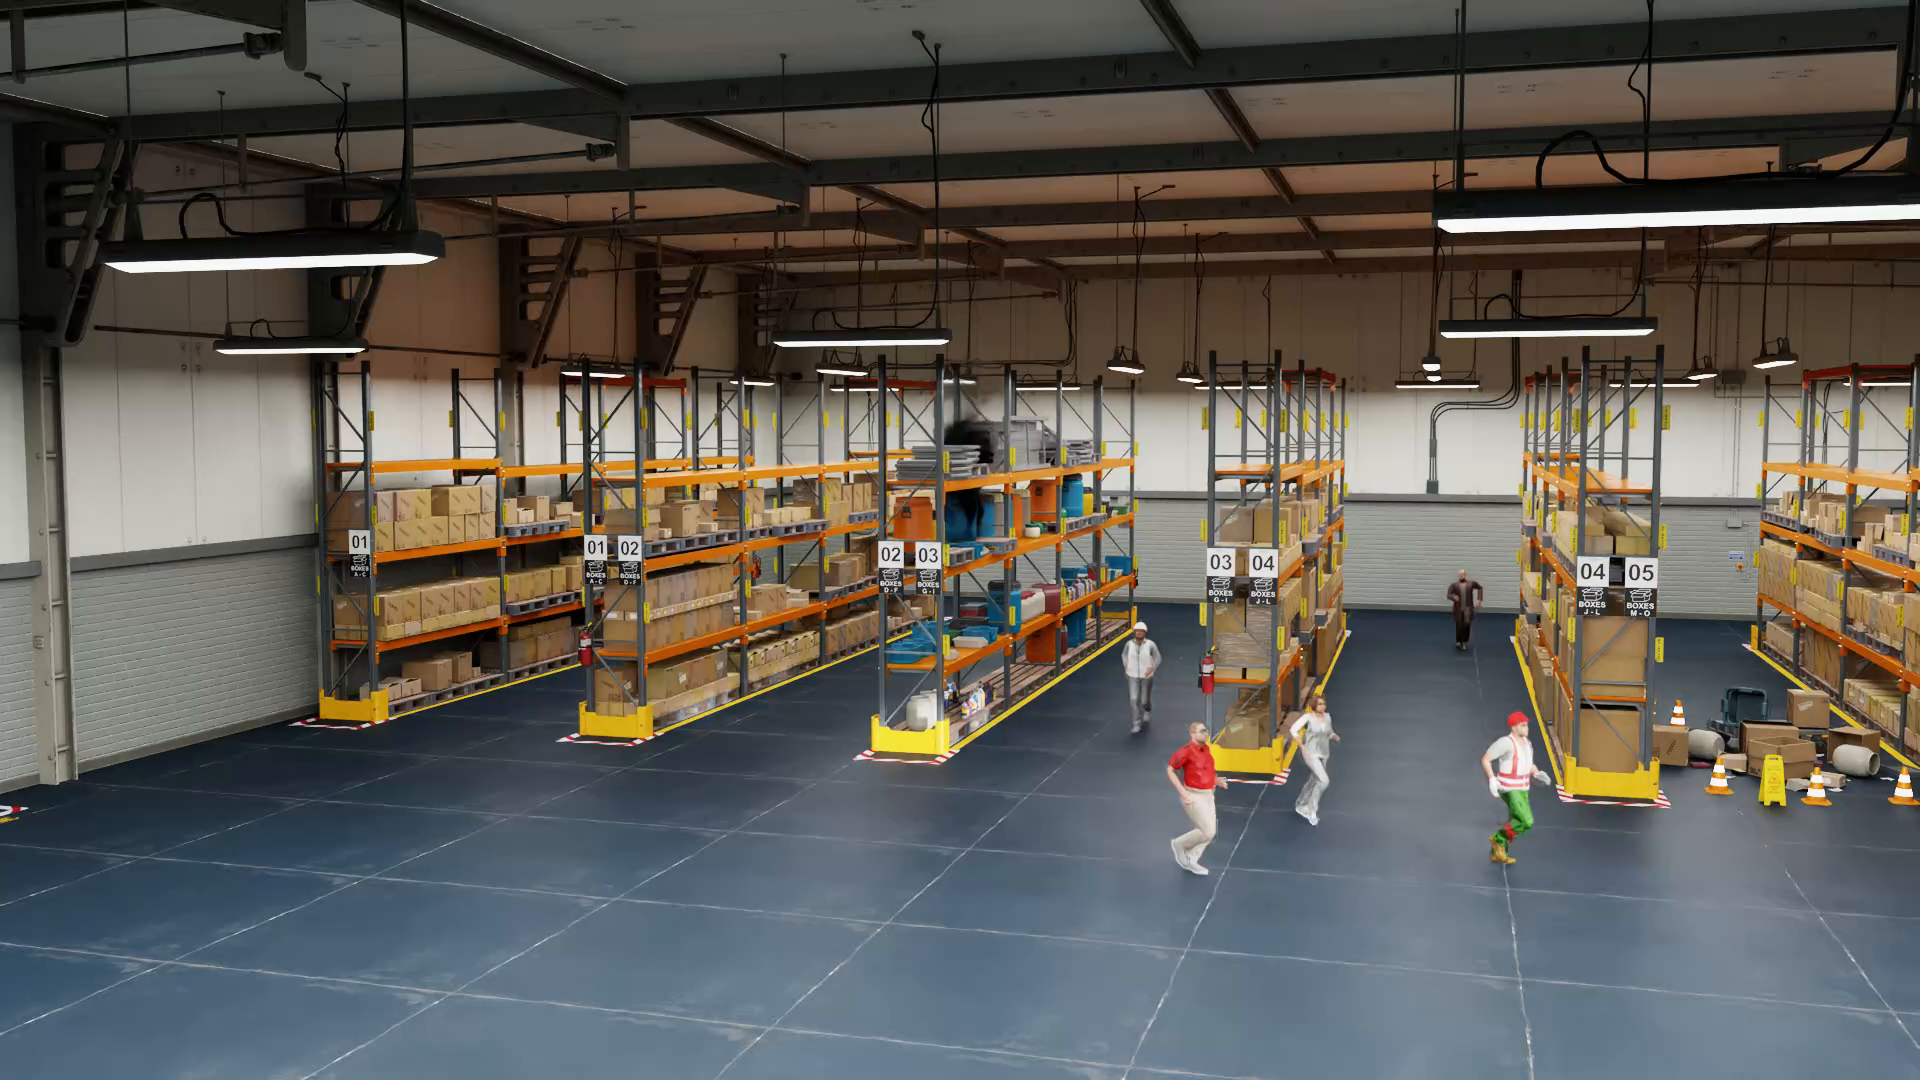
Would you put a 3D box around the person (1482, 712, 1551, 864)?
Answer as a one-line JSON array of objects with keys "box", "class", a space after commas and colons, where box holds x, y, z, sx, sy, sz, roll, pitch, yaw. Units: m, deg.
[{"box": [6.241, 2.792, 18.616, 0.662, 1.736, 0.674, -3, 5, -39], "class": "person"}]

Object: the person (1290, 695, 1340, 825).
[{"box": [4.458, 2.734, 20.748, 0.507, 1.620, 0.679, -2, 5, -31], "class": "person"}]

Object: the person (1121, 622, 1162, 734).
[{"box": [2.939, 2.207, 27.008, 0.673, 1.772, 0.849, 1, 4, 14], "class": "person"}]

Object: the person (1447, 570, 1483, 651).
[{"box": [10.997, 1.525, 36.262, 0.733, 1.769, 0.926, 2, 4, 23], "class": "person"}]

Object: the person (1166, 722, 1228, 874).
[{"box": [2.659, 2.853, 18.343, 0.590, 1.686, 0.657, 3, 5, 40], "class": "person"}]
